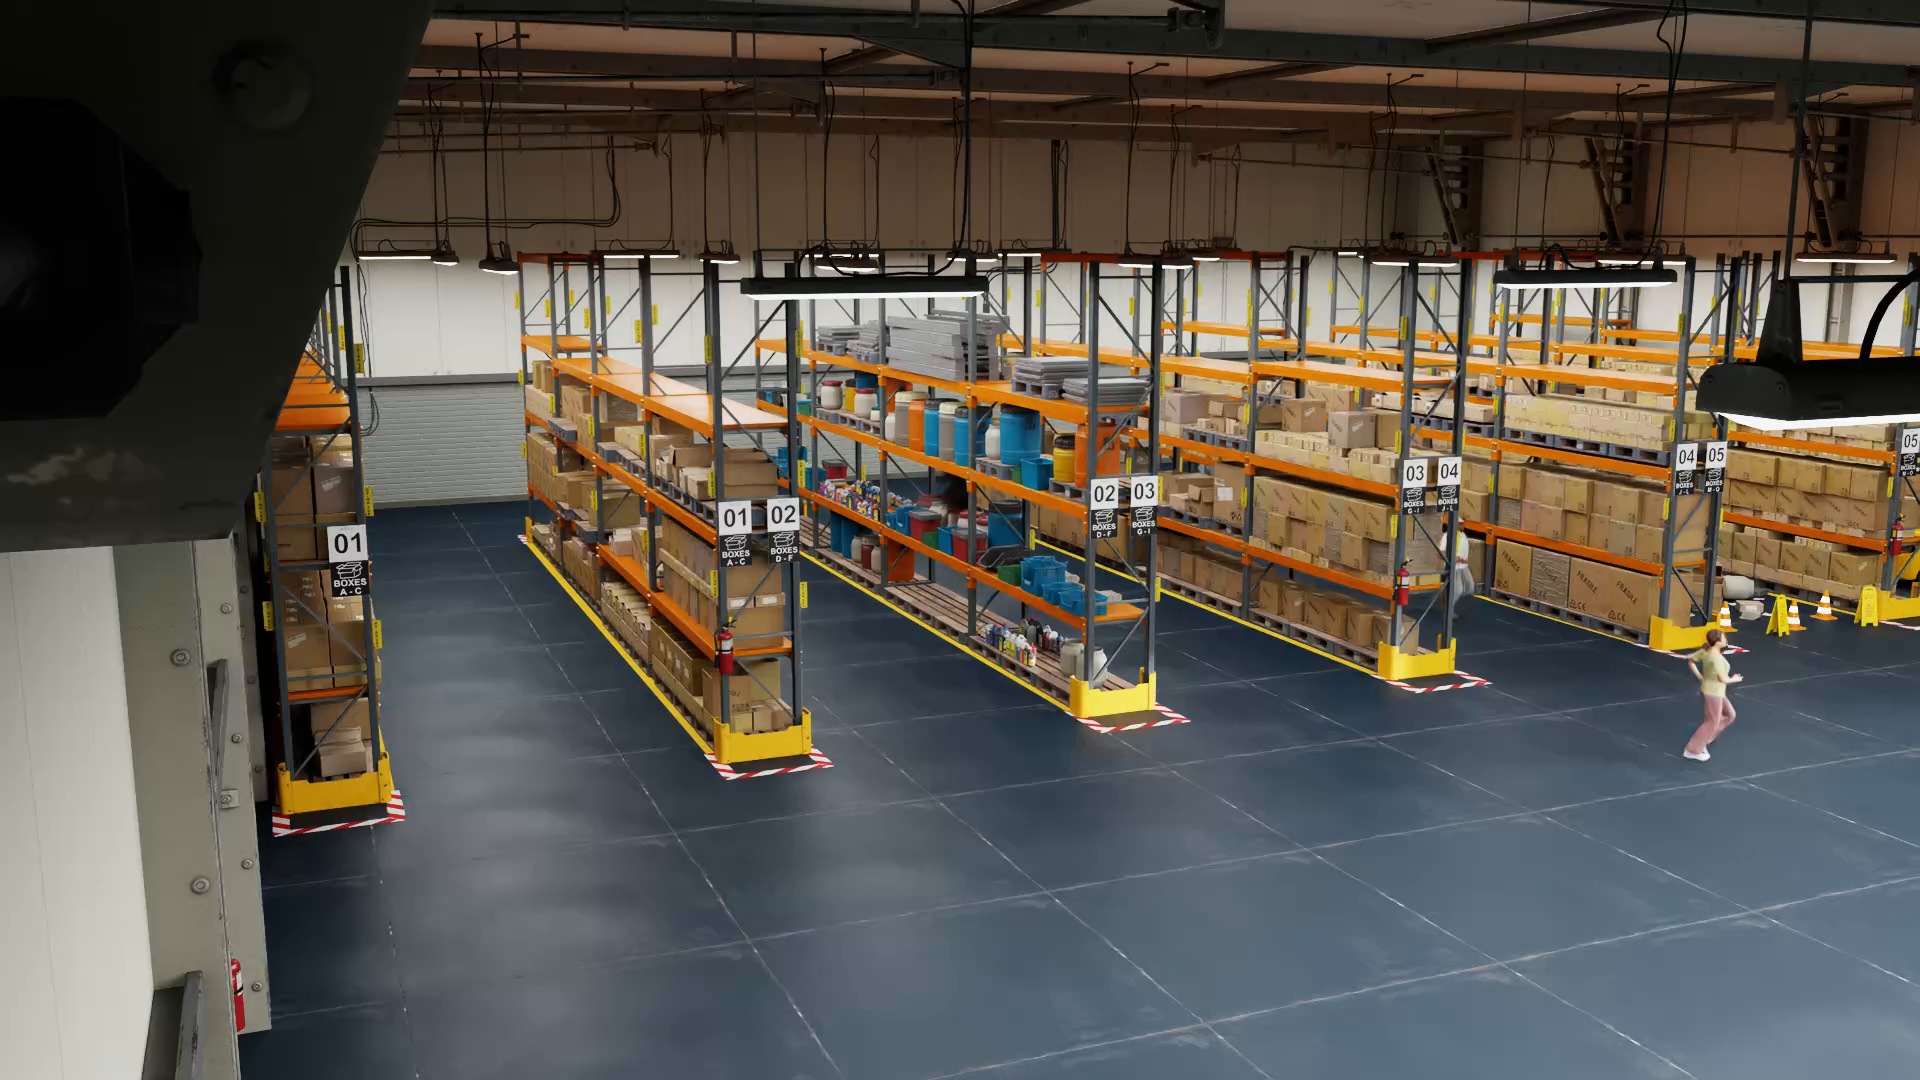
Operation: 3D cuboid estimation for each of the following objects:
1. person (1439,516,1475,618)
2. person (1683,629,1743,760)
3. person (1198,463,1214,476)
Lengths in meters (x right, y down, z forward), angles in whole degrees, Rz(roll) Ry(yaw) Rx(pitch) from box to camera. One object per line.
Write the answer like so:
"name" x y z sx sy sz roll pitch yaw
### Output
"person" 8.293 0.456 27.722 0.770 1.721 0.526 -9 13 -39
"person" 9.156 1.871 20.177 0.616 1.635 0.556 2 10 9
"person" 6.341 -2.204 42.263 0.868 1.822 0.723 -3 11 -16
